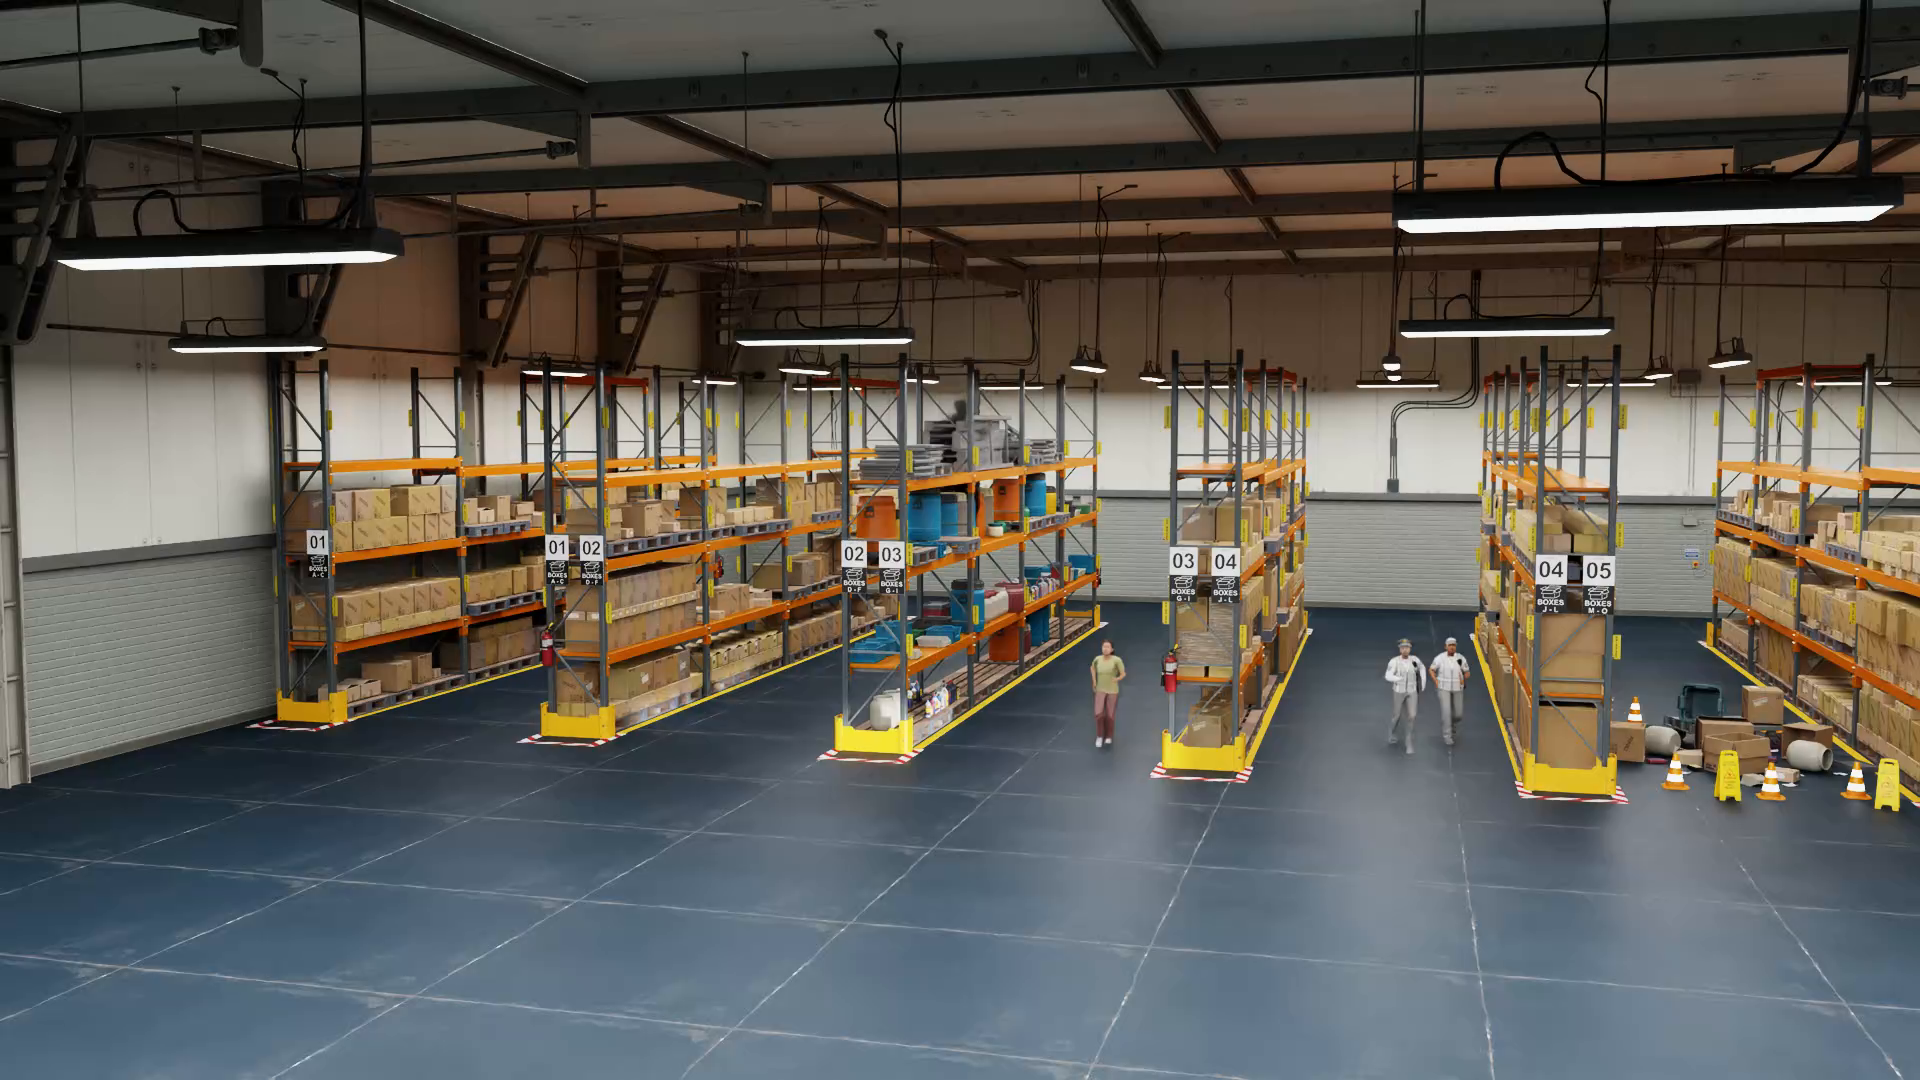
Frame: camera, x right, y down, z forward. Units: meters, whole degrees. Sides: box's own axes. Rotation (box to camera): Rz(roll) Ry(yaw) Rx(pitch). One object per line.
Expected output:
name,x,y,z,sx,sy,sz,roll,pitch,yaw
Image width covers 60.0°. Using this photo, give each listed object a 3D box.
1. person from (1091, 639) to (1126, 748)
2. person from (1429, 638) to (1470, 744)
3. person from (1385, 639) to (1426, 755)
person,2.254,2.348,25.439,0.575,1.670,0.656,1,4,12
person,7.620,2.330,25.878,0.615,1.624,0.685,0,4,7
person,6.764,2.342,25.272,0.623,1.739,0.883,1,4,8
